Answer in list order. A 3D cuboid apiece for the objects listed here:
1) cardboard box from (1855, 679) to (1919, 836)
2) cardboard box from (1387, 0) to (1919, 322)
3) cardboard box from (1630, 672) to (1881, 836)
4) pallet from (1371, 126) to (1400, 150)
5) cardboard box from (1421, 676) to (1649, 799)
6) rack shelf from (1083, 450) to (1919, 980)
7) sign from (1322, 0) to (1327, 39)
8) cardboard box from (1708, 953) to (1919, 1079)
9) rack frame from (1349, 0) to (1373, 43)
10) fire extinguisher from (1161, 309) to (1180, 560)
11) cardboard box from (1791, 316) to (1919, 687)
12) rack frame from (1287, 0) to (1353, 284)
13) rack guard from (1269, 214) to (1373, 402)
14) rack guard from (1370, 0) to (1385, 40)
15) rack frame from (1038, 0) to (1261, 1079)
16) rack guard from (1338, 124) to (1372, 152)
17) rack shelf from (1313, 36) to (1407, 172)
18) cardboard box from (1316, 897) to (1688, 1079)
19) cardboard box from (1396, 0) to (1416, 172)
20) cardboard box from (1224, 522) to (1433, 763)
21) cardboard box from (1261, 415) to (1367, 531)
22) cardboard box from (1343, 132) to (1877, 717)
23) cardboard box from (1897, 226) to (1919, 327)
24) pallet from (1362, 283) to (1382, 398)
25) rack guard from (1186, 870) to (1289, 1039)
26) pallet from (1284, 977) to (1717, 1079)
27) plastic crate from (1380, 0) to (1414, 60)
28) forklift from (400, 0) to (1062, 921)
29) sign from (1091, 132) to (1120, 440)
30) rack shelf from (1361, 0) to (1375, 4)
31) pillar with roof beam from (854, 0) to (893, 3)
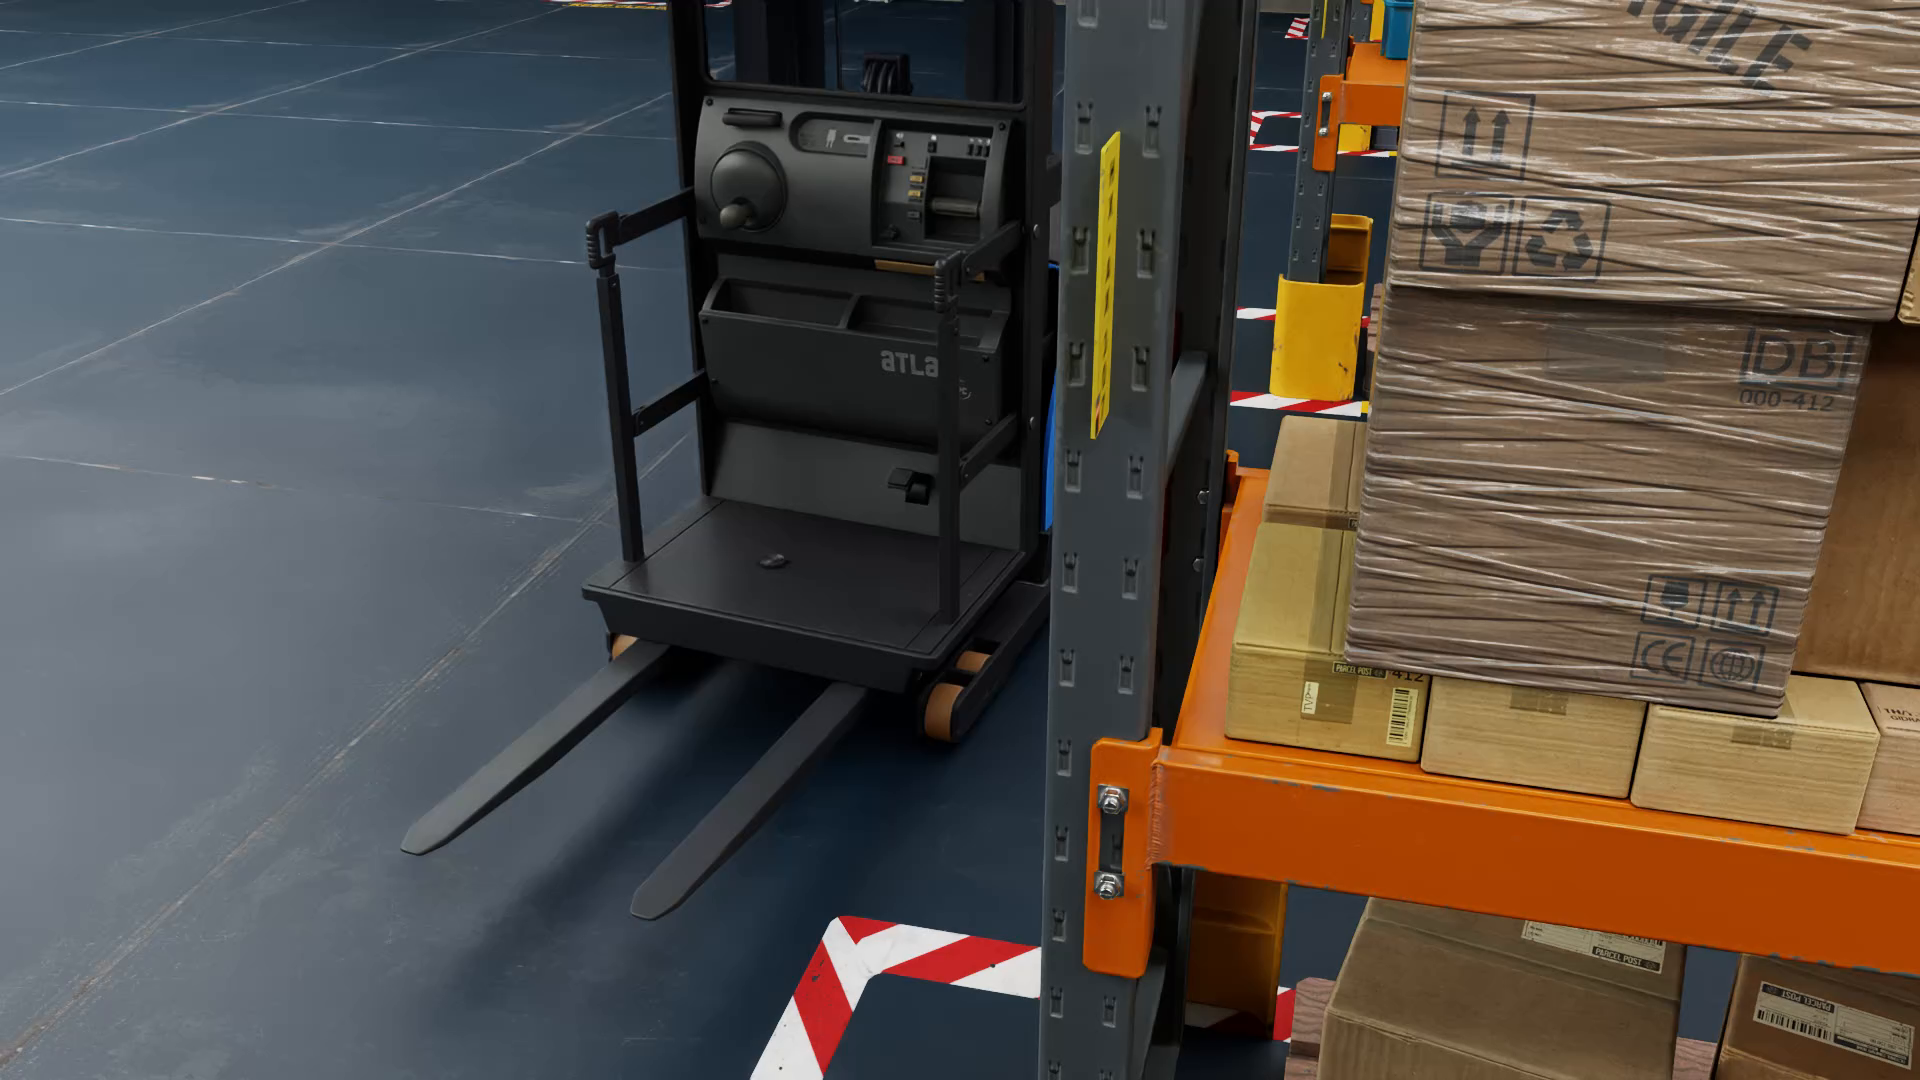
[{"bbox_3d":[1.236,0.215,2.101,0.250,0.149,0.380,6,26,13],"label":"cardboard box"},{"bbox_3d":[0.761,-0.572,1.837,0.500,0.500,0.500,6,26,13],"label":"cardboard box"},{"bbox_3d":[0.989,0.197,2.139,0.250,0.149,0.380,6,26,13],"label":"cardboard box"},{"bbox_3d":[3.518,-2.914,11.625,1.213,0.211,1.003,6,26,13],"label":"pallet"},{"bbox_3d":[0.750,0.164,2.208,0.250,0.149,0.380,6,26,13],"label":"cardboard box"},{"bbox_3d":[2.233,0.425,2.205,4.000,0.370,1.077,6,26,13],"label":"rack shelf"},{"bbox_3d":[1.389,-2.072,6.291,0.005,0.325,0.100,6,26,13],"label":"sign"},{"bbox_3d":[1.484,0.949,2.687,0.500,0.500,0.500,14,29,26],"label":"cardboard box"},{"bbox_3d":[2.767,-4.238,11.161,0.127,3.000,1.000,6,26,13],"label":"rack frame"},{"bbox_3d":[0.300,-0.283,2.945,0.183,0.674,0.296,6,26,13],"label":"fire extinguisher"},{"bbox_3d":[1.336,-0.219,2.259,0.500,0.500,0.875,6,26,13],"label":"cardboard box"},{"bbox_3d":[1.530,-2.176,6.831,0.127,3.000,1.000,6,26,13],"label":"rack frame"},{"bbox_3d":[1.615,-1.059,7.392,0.348,0.500,1.175,6,26,13],"label":"rack guard"},{"bbox_3d":[4.071,-5.164,16.014,0.348,0.500,1.175,6,26,13],"label":"rack guard"},{"bbox_3d":[0.296,-0.114,2.500,0.127,3.000,1.000,6,26,13],"label":"rack frame"},{"bbox_3d":[2.744,-3.112,11.704,0.348,0.500,1.175,6,26,13],"label":"rack guard"},{"bbox_3d":[3.467,-1.637,6.536,4.000,0.370,1.077,6,26,13],"label":"rack shelf"},{"bbox_3d":[0.897,0.899,2.792,0.500,0.500,0.500,11,28,23],"label":"cardboard box"},{"bbox_3d":[0.890,-0.789,2.292,0.500,0.500,0.500,6,26,13],"label":"cardboard box"},{"bbox_3d":[0.513,0.129,2.281,0.250,0.149,0.380,6,26,13],"label":"cardboard box"},{"bbox_3d":[0.624,-0.056,2.670,0.250,0.149,0.380,6,26,13],"label":"cardboard box"},{"bbox_3d":[0.822,-0.223,2.267,0.500,0.500,0.875,6,26,13],"label":"cardboard box"},{"bbox_3d":[1.243,-0.516,1.719,0.500,0.500,0.500,6,26,13],"label":"cardboard box"},{"bbox_3d":[2.401,-0.839,7.267,1.213,0.211,1.003,6,26,13],"label":"pallet"},{"bbox_3d":[0.370,1.023,3.020,0.348,0.500,1.175,6,26,13],"label":"rack guard"},{"bbox_3d":[1.148,1.255,2.868,1.213,0.211,1.003,6,26,13],"label":"pallet"},{"bbox_3d":[2.089,-2.180,7.012,0.616,0.251,0.499,6,26,13],"label":"plastic crate"},{"bbox_3d":[-0.385,-0.971,4.379,1.130,2.935,3.031,10,27,20],"label":"forklift"},{"bbox_3d":[0.161,-0.279,1.839,0.005,0.325,0.100,6,26,13],"label":"sign"},{"bbox_3d":[4.704,-3.699,10.866,4.000,0.370,1.077,6,26,13],"label":"rack shelf"},{"bbox_3d":[-1.993,-8.144,12.388,0.400,9.000,9.100,6,26,13],"label":"pillar with roof beam"}]
